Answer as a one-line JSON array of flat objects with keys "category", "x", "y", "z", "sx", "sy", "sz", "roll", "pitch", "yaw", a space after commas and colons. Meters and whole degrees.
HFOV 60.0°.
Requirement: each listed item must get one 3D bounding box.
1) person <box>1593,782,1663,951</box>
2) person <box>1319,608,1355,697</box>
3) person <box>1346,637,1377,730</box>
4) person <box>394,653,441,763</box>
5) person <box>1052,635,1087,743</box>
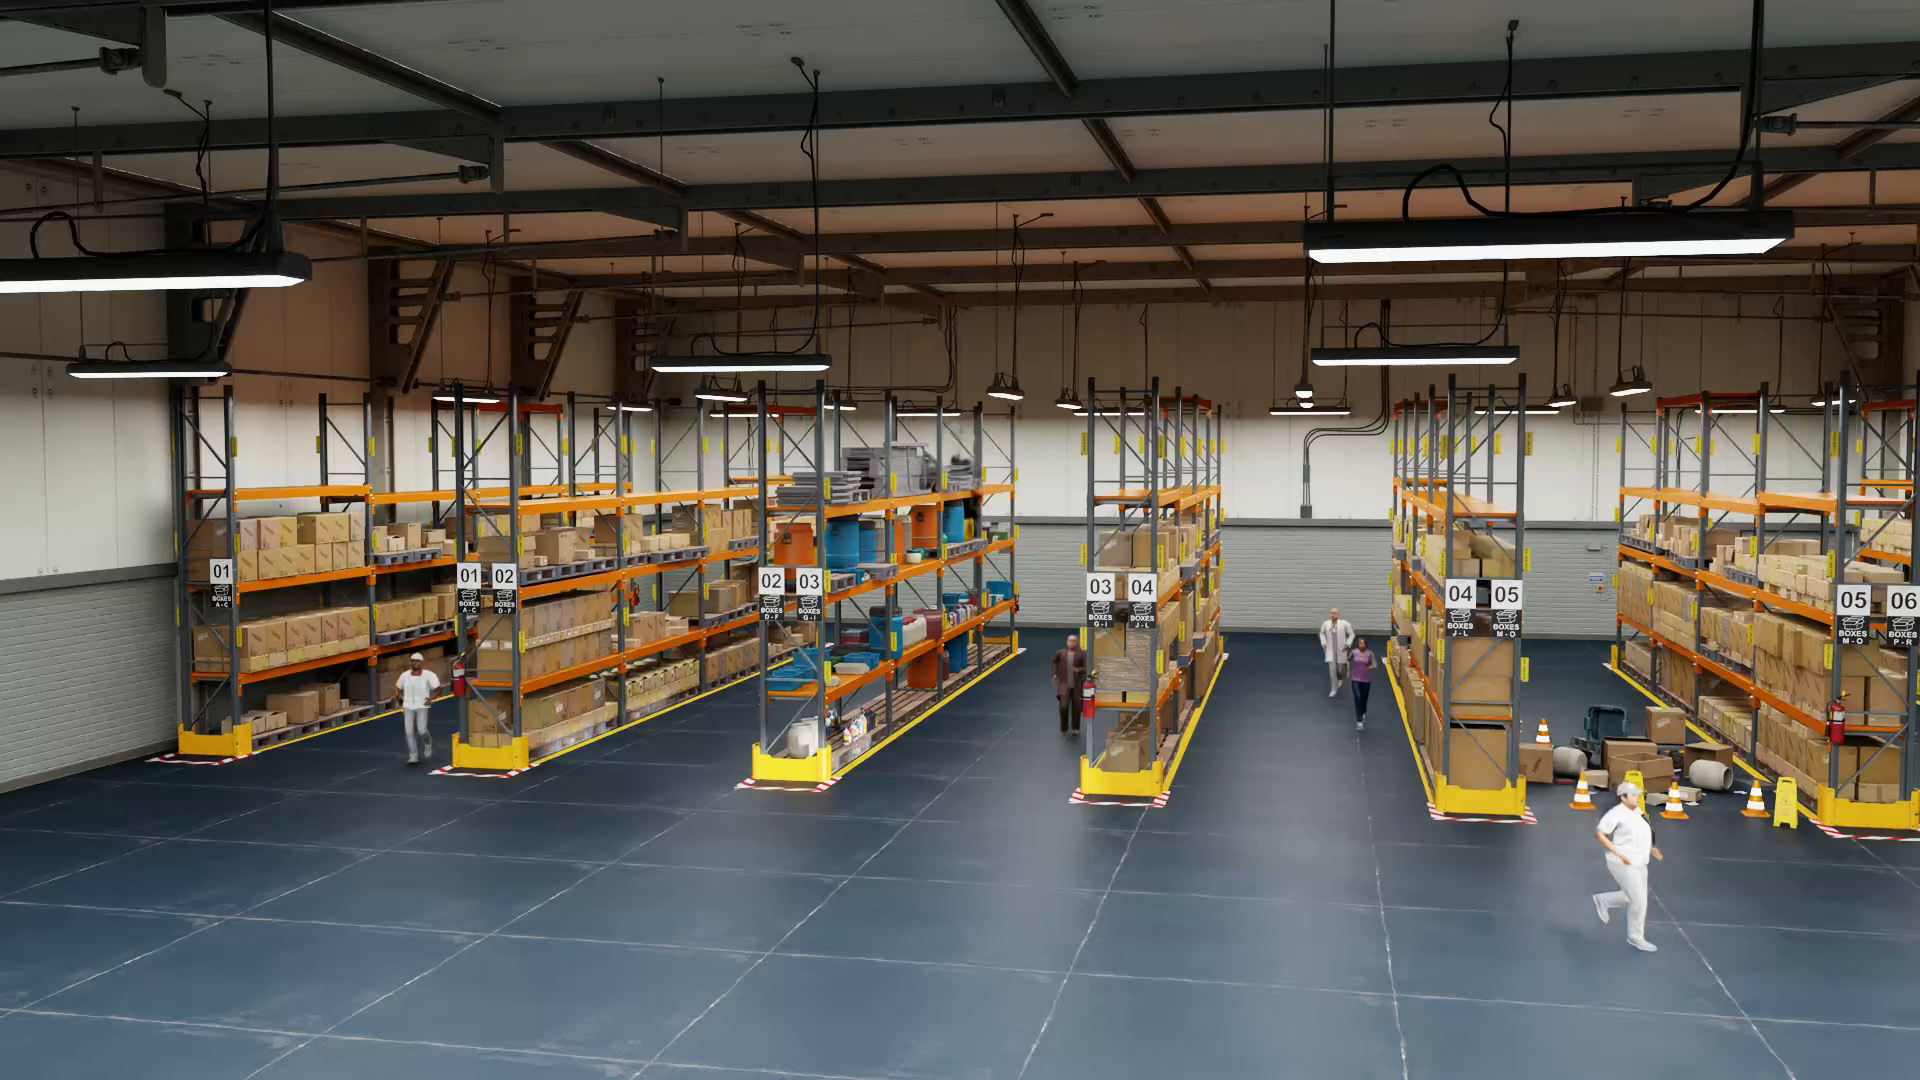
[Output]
[{"category": "person", "x": 6.696, "y": 3.265, "z": 16.790, "sx": 0.607, "sy": 1.640, "sz": 0.745, "roll": -2, "pitch": 4, "yaw": -38}, {"category": "person", "x": 7.612, "y": 2.252, "z": 33.605, "sx": 0.705, "sy": 1.770, "sz": 0.756, "roll": 1, "pitch": 3, "yaw": 23}, {"category": "person", "x": 7.124, "y": 2.520, "z": 29.617, "sx": 0.468, "sy": 1.612, "sz": 0.855, "roll": 1, "pitch": 3, "yaw": 9}, {"category": "person", "x": -8.634, "y": 2.669, "z": 26.378, "sx": 0.728, "sy": 1.742, "sz": 0.524, "roll": 0, "pitch": 3, "yaw": -1}, {"category": "person", "x": 1.893, "y": 2.534, "z": 28.346, "sx": 0.675, "sy": 1.845, "sz": 0.829, "roll": 0, "pitch": 3, "yaw": 5}]
